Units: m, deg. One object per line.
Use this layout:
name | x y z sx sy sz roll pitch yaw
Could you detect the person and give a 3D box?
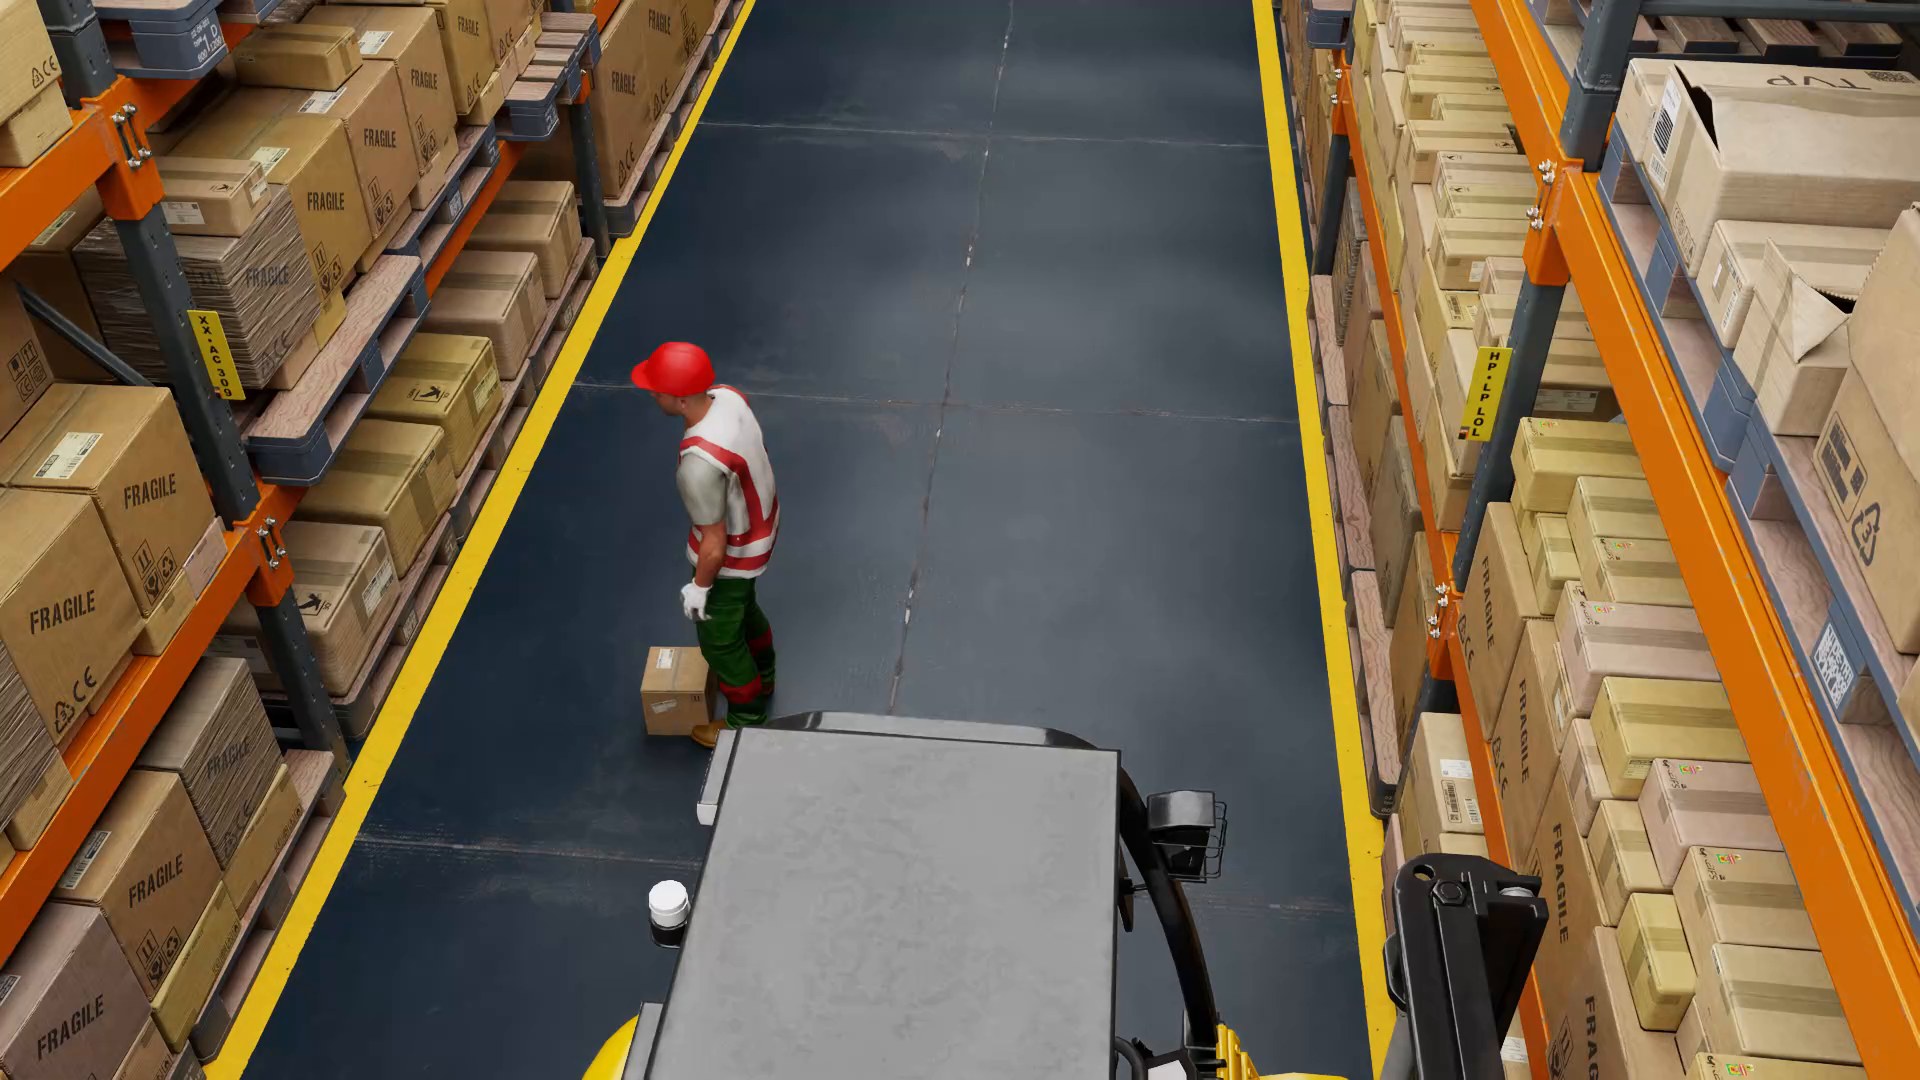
person | -0.885 0.025 6.113 0.448 1.780 0.609 3 40 4
